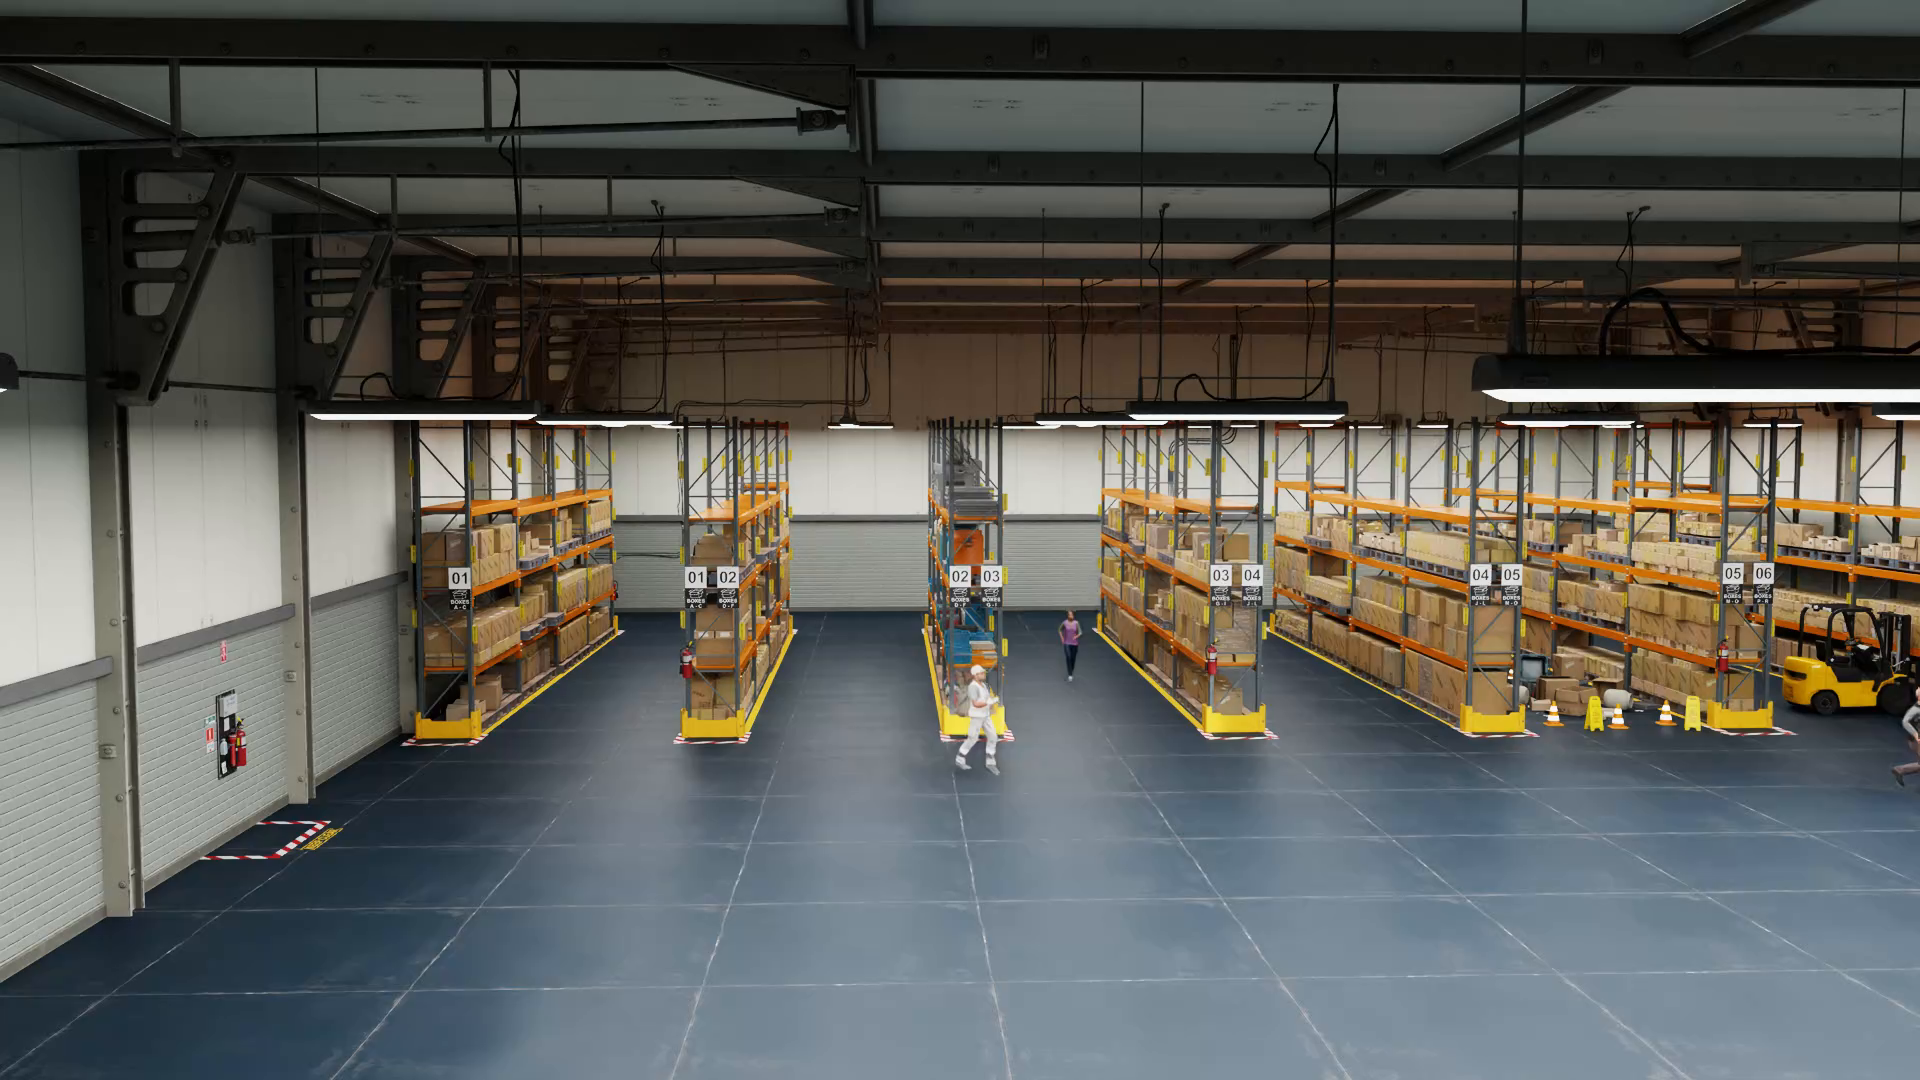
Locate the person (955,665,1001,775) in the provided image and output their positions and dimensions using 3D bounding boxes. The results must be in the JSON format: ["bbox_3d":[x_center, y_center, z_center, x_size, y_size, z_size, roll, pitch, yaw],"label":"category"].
[{"bbox_3d":[0.307,3.007,27.811,0.799,1.845,0.648,2,4,26],"label":"person"}]

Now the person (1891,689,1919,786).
[{"bbox_3d":[15.049,3.167,26.119,0.660,1.694,0.782,-4,5,-43],"label":"person"}]

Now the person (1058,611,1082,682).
[{"bbox_3d":[2.545,2.419,38.329,0.541,1.605,0.805,0,4,-3],"label":"person"}]

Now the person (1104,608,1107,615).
[{"bbox_3d":[4.523,1.641,49.095,0.920,1.773,0.688,1,4,20],"label":"person"}]
